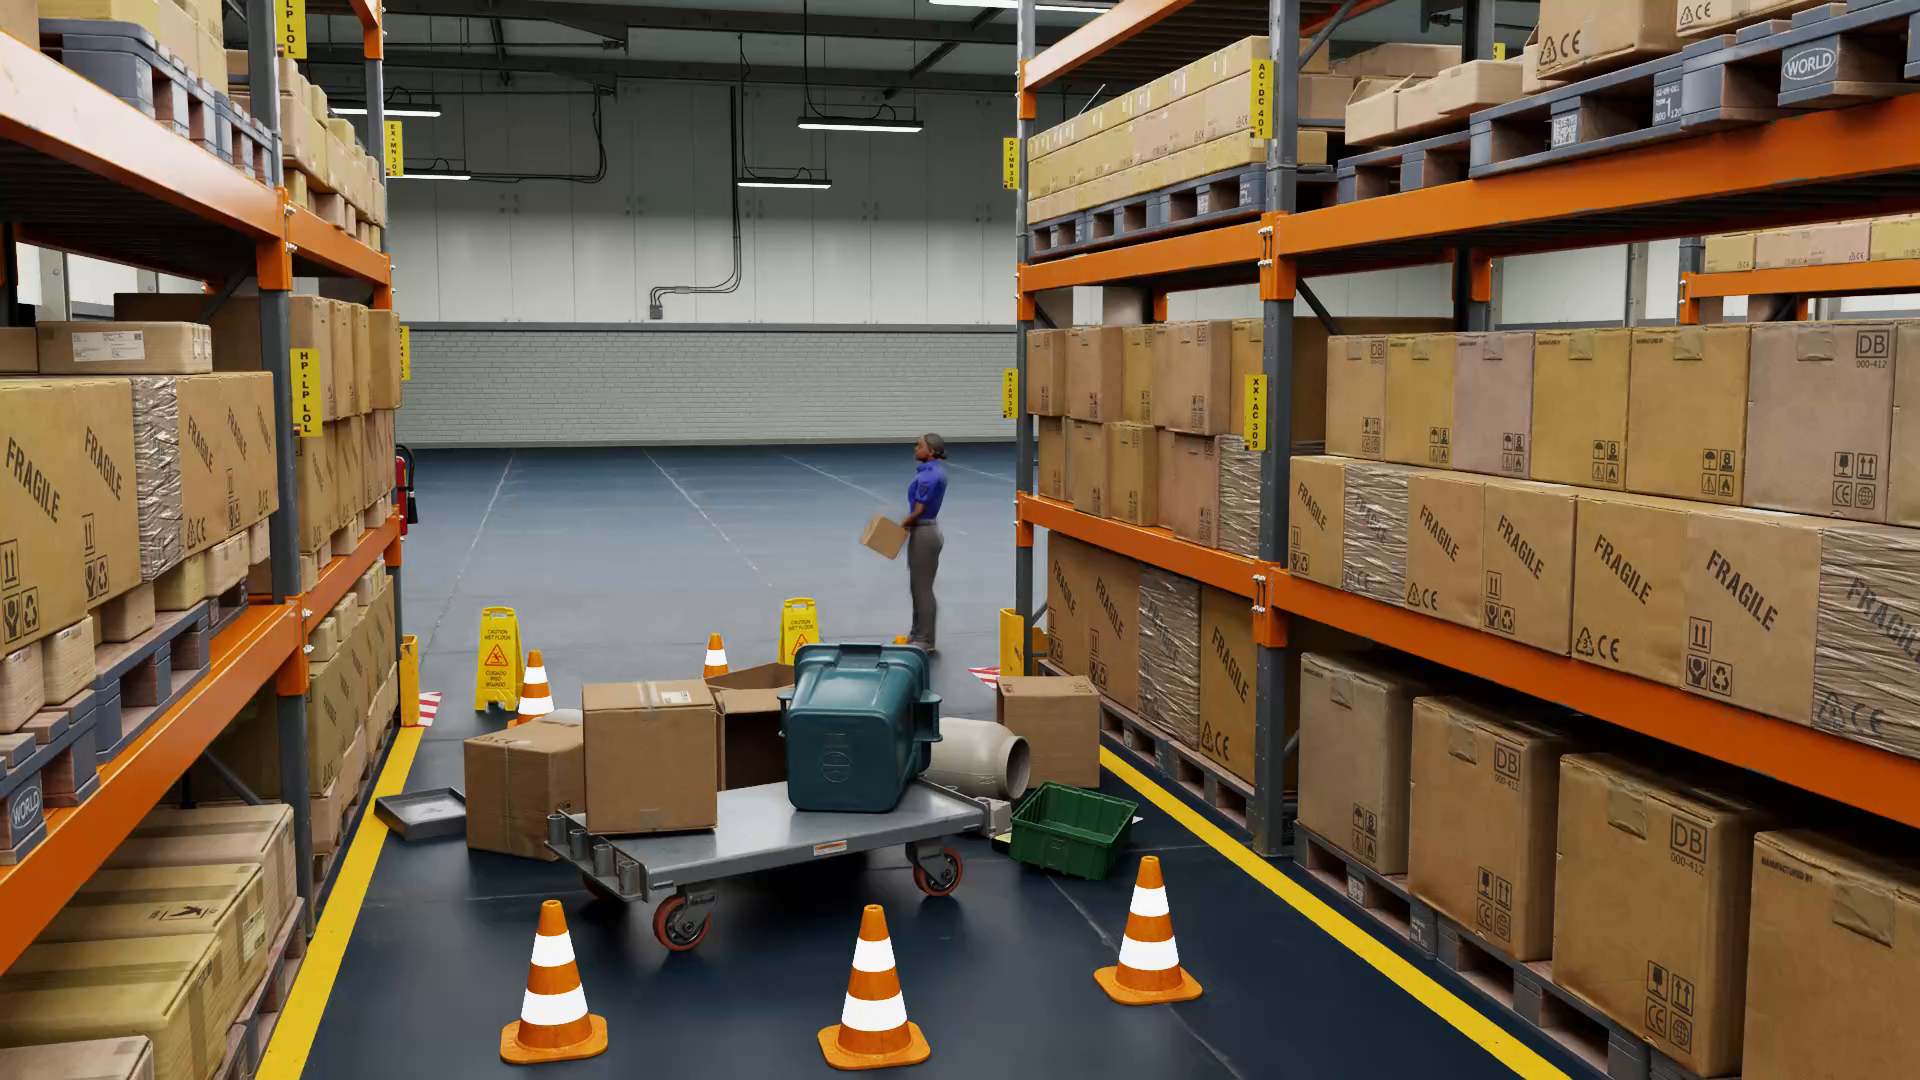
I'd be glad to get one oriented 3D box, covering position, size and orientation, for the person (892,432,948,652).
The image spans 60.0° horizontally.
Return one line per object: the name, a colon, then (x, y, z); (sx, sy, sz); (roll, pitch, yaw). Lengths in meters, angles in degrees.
person: (-0.325, 0.018, 12.520); (0.475, 1.657, 0.475); (1, 6, 7)
